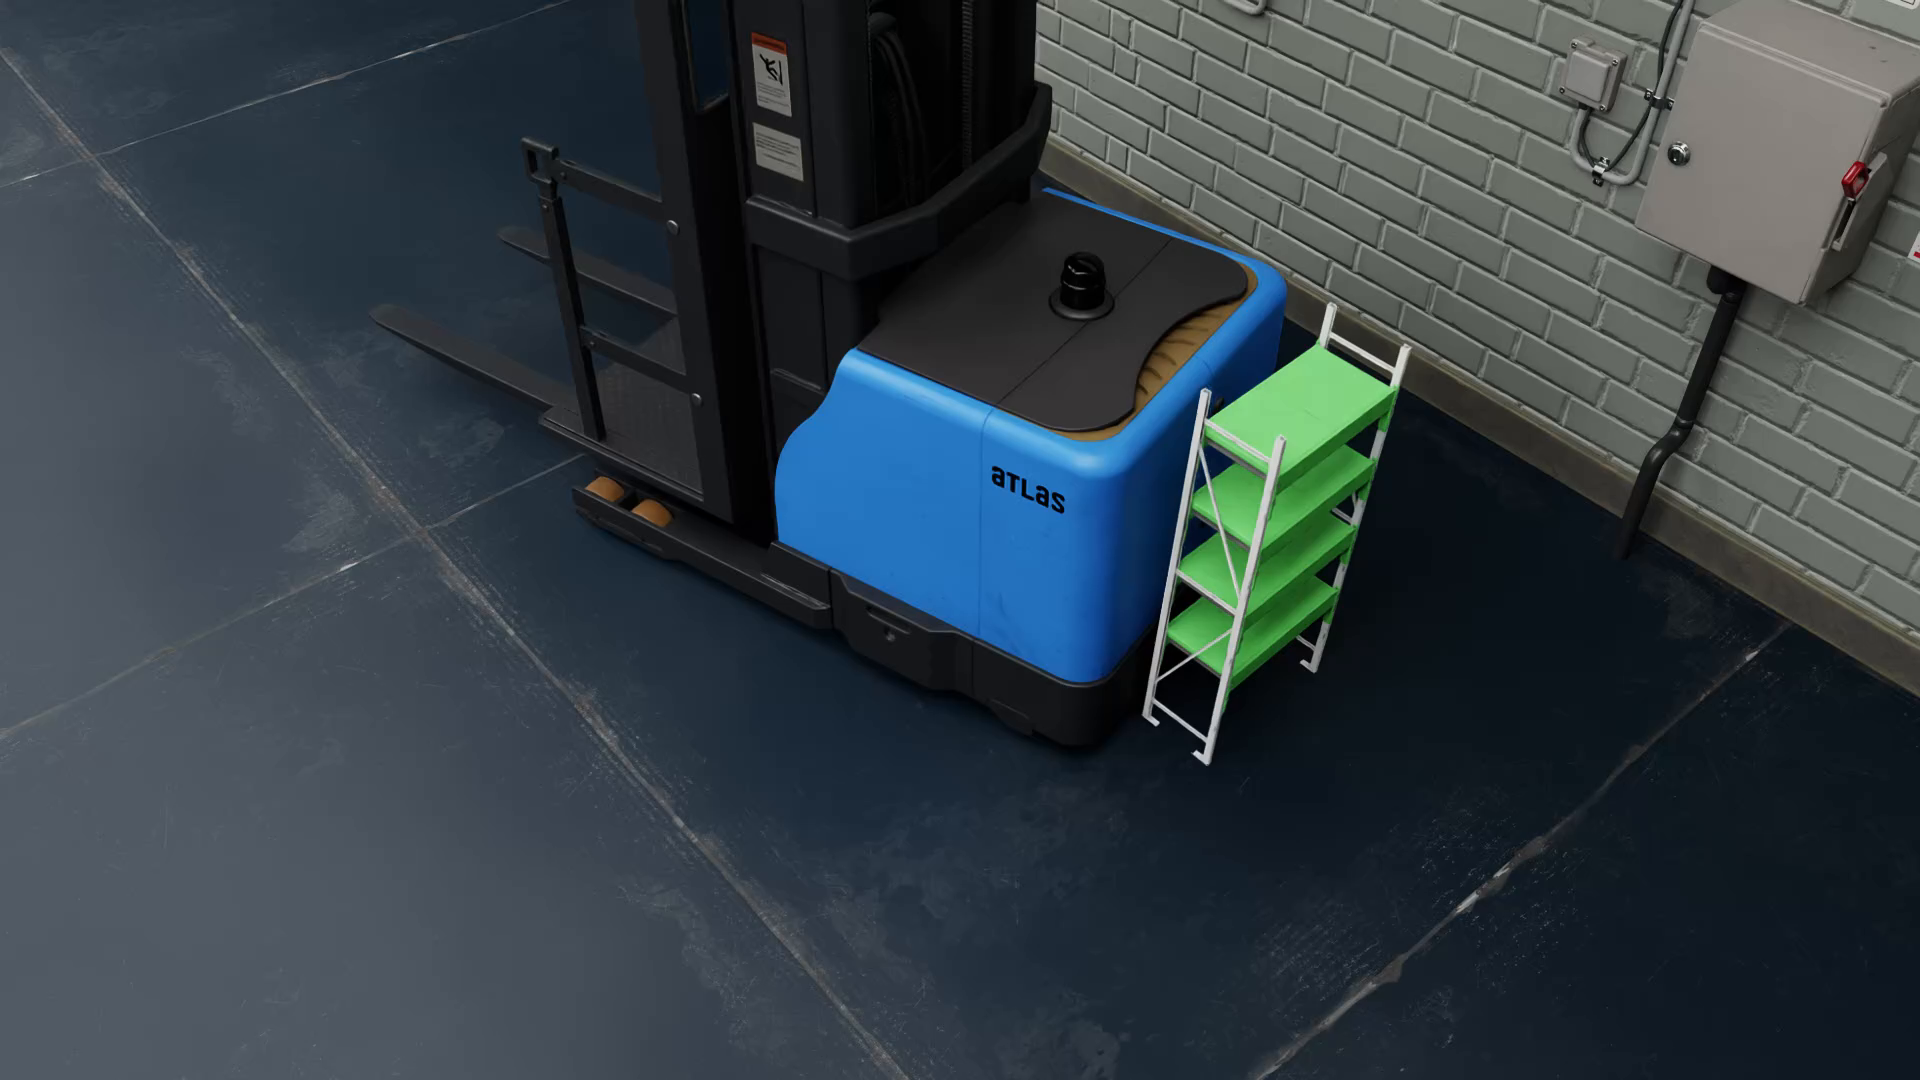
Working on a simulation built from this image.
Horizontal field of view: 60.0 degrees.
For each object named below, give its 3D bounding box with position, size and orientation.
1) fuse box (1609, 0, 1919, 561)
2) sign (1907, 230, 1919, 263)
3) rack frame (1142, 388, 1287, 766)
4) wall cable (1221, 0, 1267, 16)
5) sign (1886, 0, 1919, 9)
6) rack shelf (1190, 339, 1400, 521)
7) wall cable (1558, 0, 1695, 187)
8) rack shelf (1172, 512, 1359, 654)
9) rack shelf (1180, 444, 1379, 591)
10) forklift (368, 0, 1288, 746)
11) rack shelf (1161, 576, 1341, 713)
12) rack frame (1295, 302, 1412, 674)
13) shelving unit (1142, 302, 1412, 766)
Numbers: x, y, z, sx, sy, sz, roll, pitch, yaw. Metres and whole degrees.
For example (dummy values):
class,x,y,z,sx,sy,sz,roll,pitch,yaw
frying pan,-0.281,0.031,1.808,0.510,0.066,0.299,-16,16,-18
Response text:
class,x,y,z,sx,sy,sz,roll,pitch,yaw
fuse box,2.056,-0.551,4.587,0.414,1.711,0.539,-30,51,-28
sign,2.532,-0.818,3.999,0.001,0.494,0.329,-30,51,-28
rack frame,0.625,0.135,4.221,0.015,1.200,0.240,-34,56,-31
wall cable,0.820,-2.570,5.030,0.123,1.953,0.585,-30,51,-28
sign,2.179,-1.442,3.991,0.001,0.242,0.339,-30,51,-28
rack shelf,0.814,-0.275,4.049,0.480,0.148,0.258,-34,56,-31
wall cable,1.739,-1.819,4.253,0.122,1.984,0.588,-30,51,-28
rack shelf,0.797,0.062,4.391,0.480,0.148,0.258,-34,56,-31
rack shelf,0.806,-0.106,4.220,0.480,0.148,0.258,-34,56,-31
forklift,-0.612,-1.302,4.495,3.031,2.935,1.130,25,49,24
rack shelf,0.788,0.231,4.561,0.480,0.148,0.258,-34,56,-31
rack frame,0.973,-0.100,4.470,0.015,1.200,0.240,-34,56,-31
shelving unit,0.799,0.018,4.345,0.503,1.200,0.258,-34,56,-31
